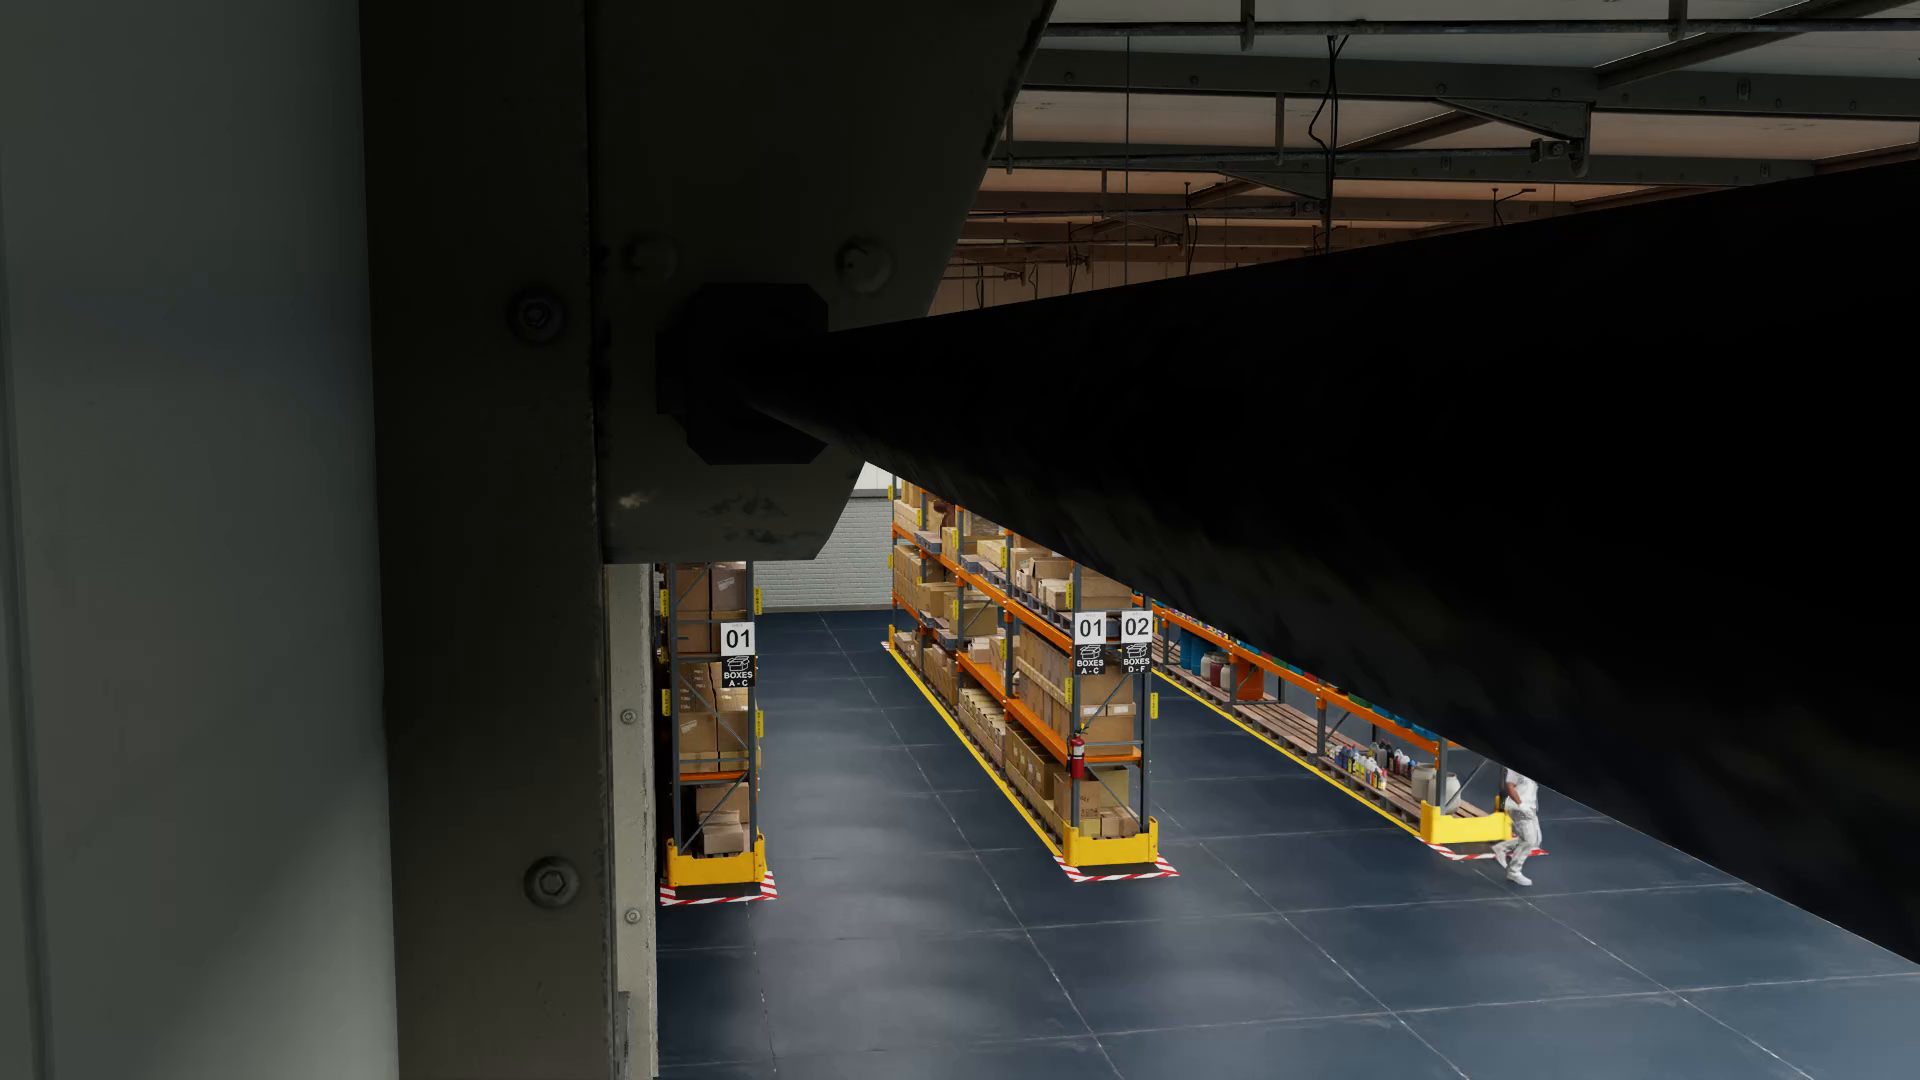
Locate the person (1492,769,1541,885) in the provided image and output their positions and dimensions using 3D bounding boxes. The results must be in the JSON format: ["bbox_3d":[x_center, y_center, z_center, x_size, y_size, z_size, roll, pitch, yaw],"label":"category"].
[{"bbox_3d":[6.842,3.287,20.386,0.568,1.723,0.731,4,7,33],"label":"person"}]
